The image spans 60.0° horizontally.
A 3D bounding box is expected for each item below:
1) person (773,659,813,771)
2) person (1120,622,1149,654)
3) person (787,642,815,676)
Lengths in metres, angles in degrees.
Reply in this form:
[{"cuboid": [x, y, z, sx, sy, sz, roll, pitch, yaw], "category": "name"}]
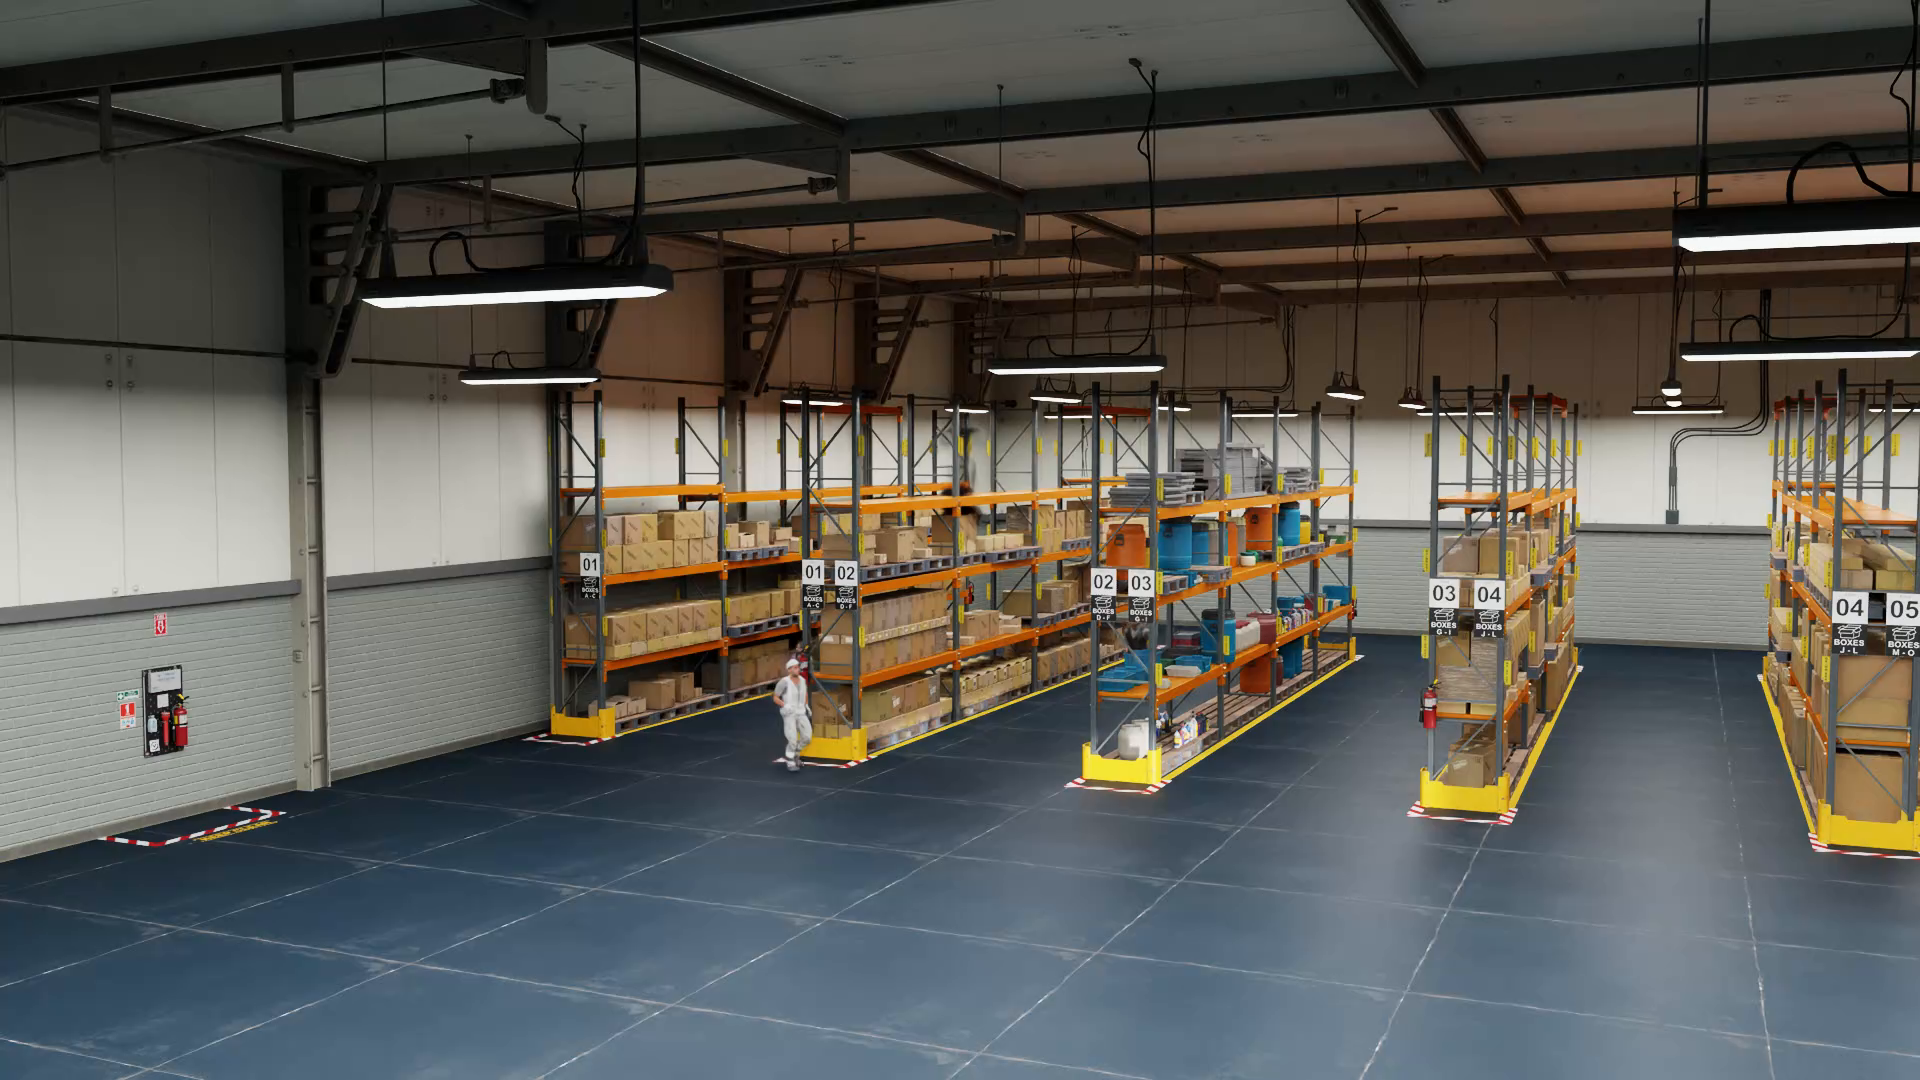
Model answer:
[{"cuboid": [-2.547, 2.704, 25.624, 0.671, 1.746, 0.583, -2, 4, -36], "category": "person"}, {"cuboid": [3.500, 2.330, 33.203, 0.653, 1.680, 0.569, 1, 3, 22], "category": "person"}, {"cuboid": [-2.797, 2.595, 29.222, 0.547, 1.639, 0.705, 1, 3, 12], "category": "person"}]
